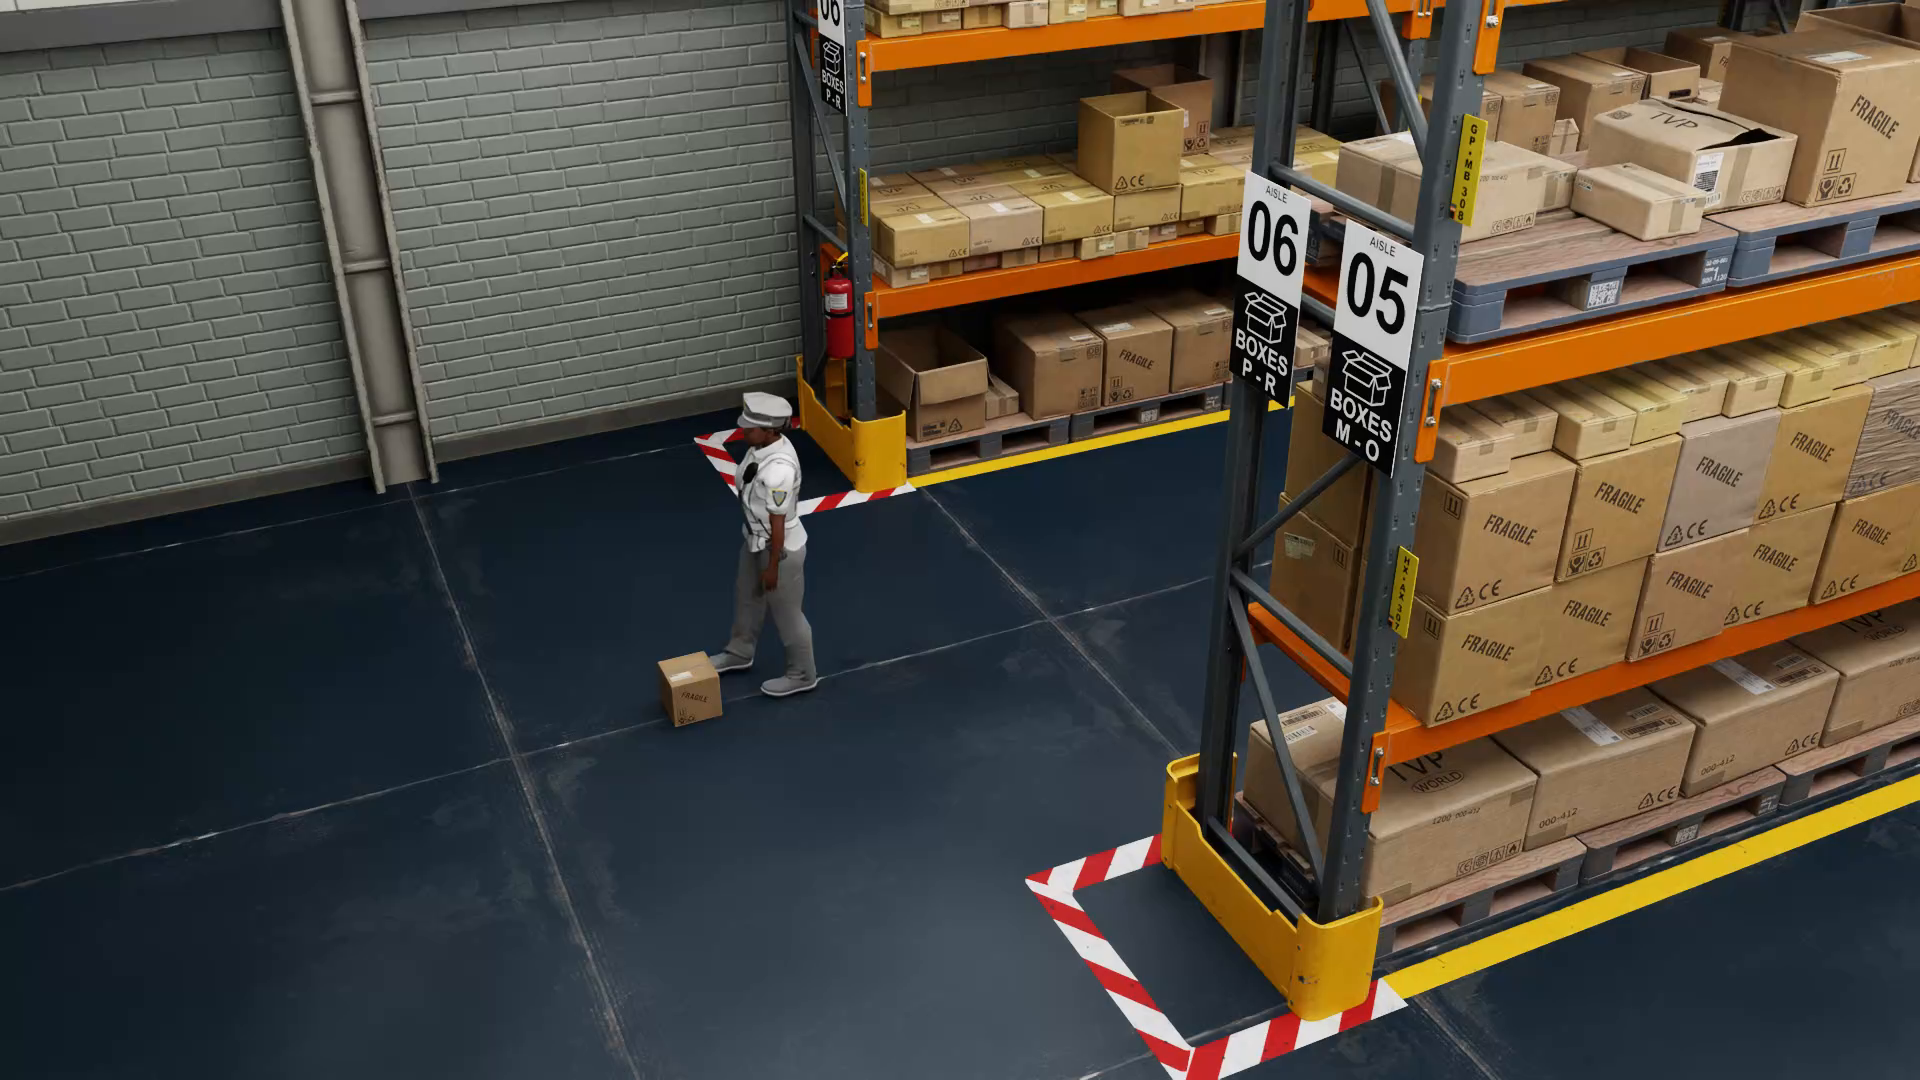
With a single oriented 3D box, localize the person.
[{"bbox_3d":[-1.062,0.031,8.356,0.585,1.672,0.497,-9,31,-15],"label":"person"}]
